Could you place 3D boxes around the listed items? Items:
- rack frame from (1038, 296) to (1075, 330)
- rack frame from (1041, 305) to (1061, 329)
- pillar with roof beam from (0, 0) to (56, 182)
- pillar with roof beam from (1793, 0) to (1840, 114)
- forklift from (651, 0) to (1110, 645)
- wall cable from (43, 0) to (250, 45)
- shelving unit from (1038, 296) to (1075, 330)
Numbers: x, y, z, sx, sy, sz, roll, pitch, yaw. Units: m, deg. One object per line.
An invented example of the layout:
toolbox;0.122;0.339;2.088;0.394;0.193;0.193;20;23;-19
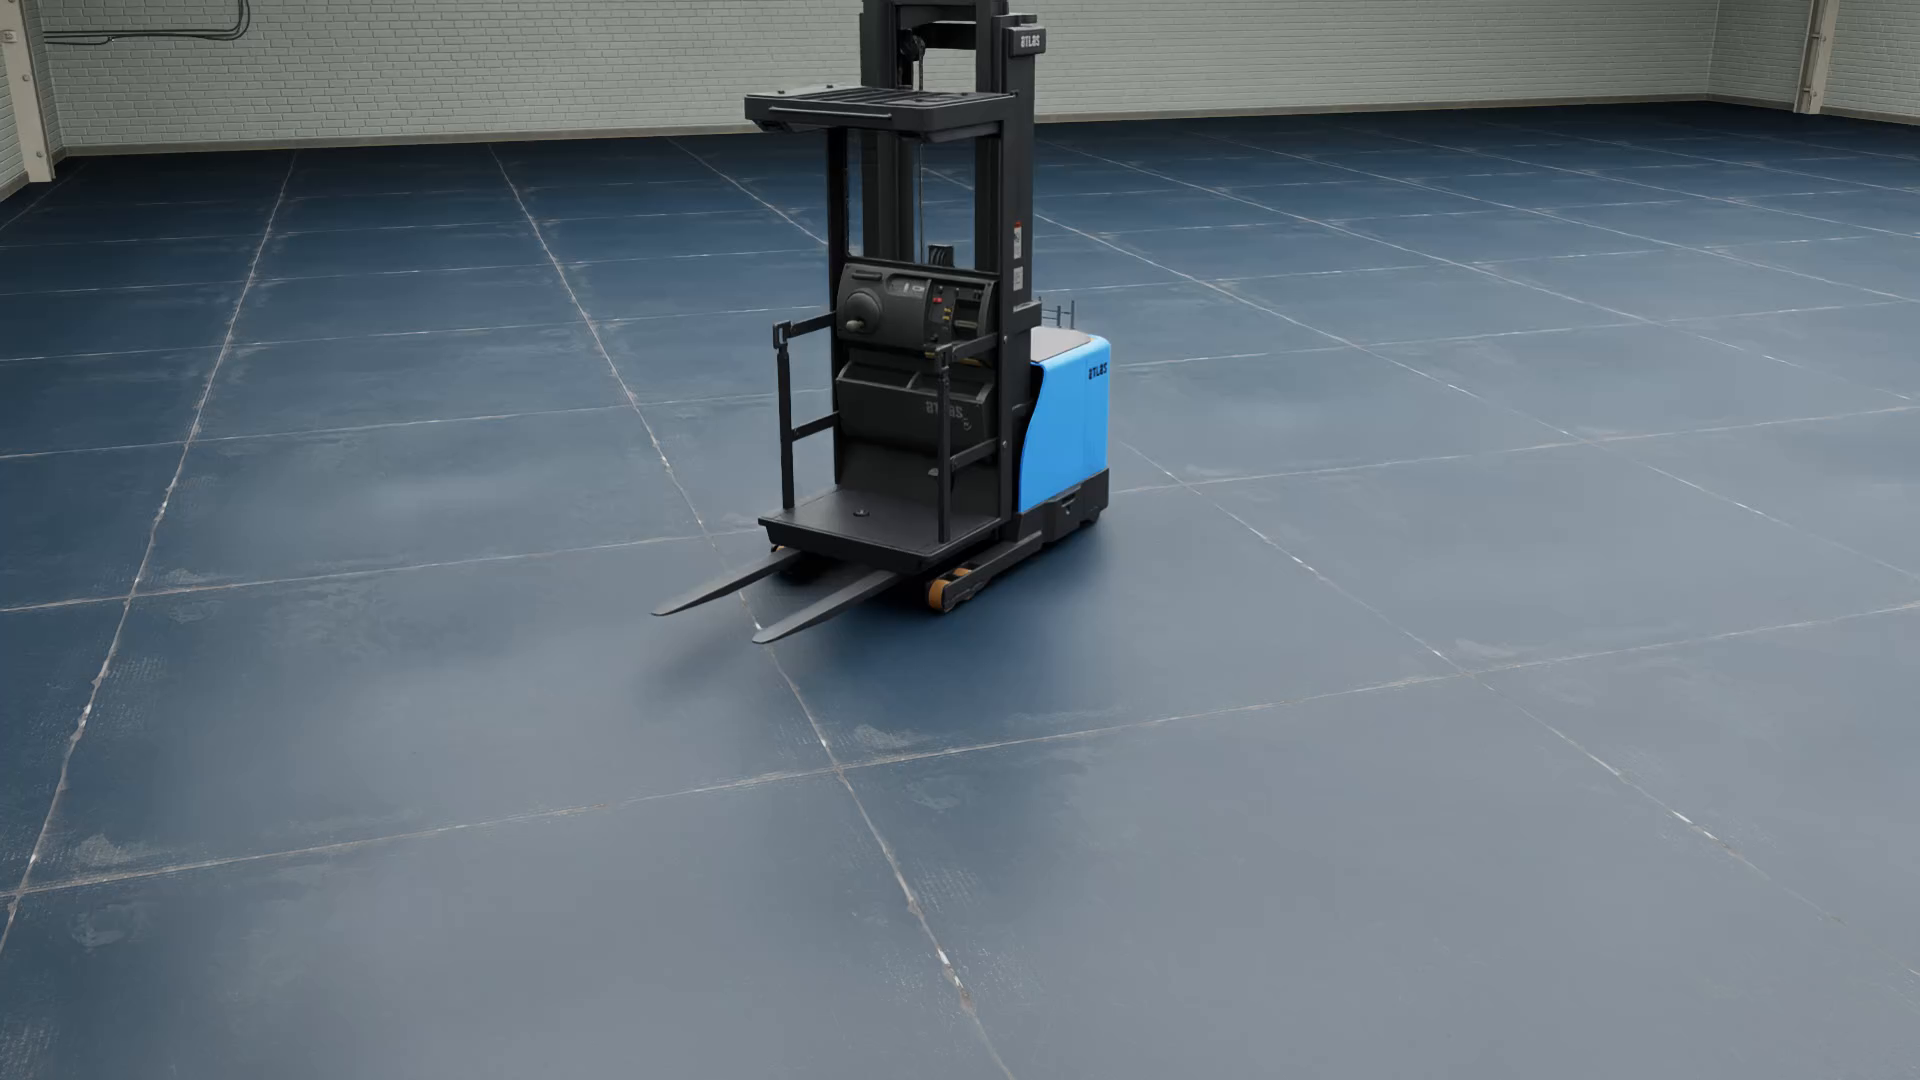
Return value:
rack frame;0.567;-0.872;10.064;0.240;1.200;0.006;12;23;28
rack frame;0.476;-0.818;9.914;0.240;1.200;0.006;12;23;28
pillar with roof beam;-9.005;-9.823;23.452;9.100;9.000;0.400;-6;21;-17
pillar with roof beam;12.725;-12.255;30.223;9.100;9.000;0.400;-6;21;-17
forklift;-0.351;-1.196;8.409;1.130;2.935;3.031;12;23;31
wall cable;-12.763;-8.990;25.726;3.097;2.526;0.112;-6;21;-17
shelving unit;0.522;-0.845;9.989;0.258;1.200;0.189;12;23;28
